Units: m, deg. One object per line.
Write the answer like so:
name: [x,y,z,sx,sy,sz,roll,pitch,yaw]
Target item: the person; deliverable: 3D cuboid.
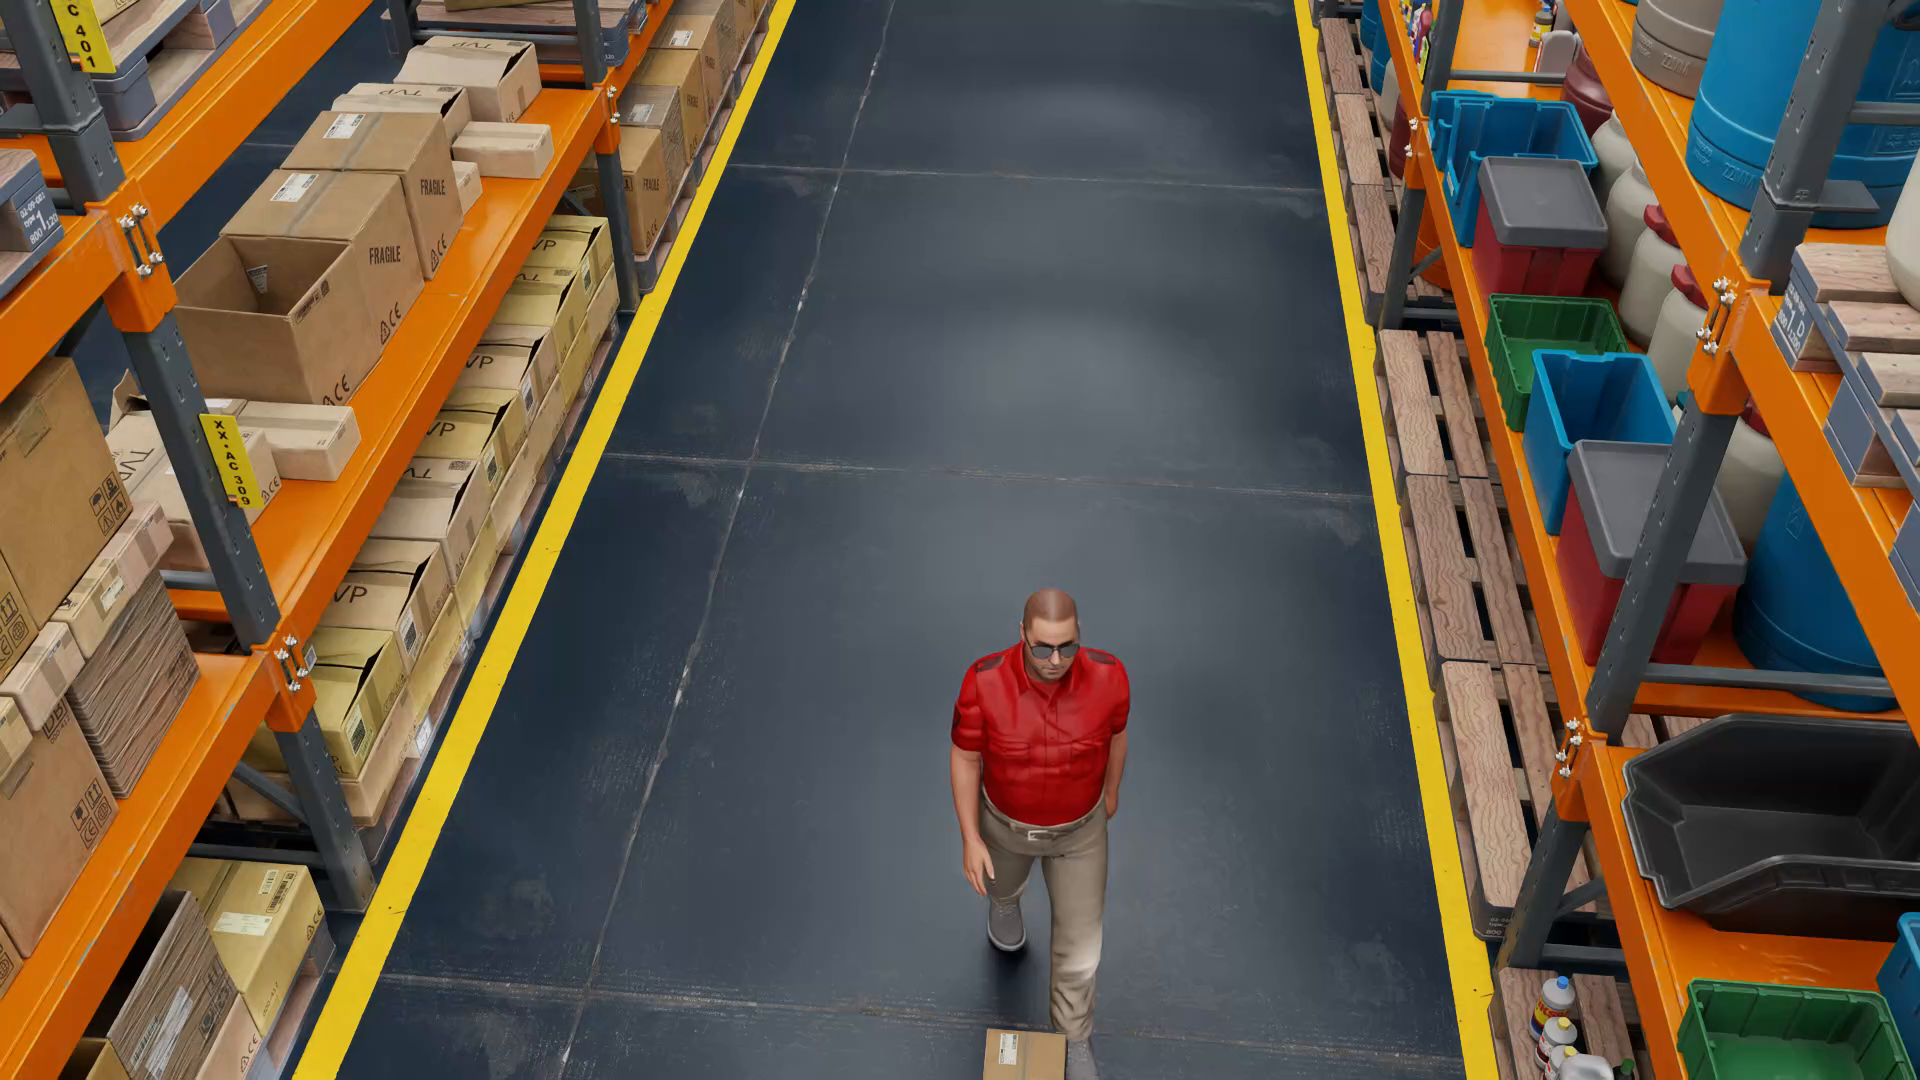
person: [0.238,0.889,5.116,0.546,1.692,0.879,4,40,4]
